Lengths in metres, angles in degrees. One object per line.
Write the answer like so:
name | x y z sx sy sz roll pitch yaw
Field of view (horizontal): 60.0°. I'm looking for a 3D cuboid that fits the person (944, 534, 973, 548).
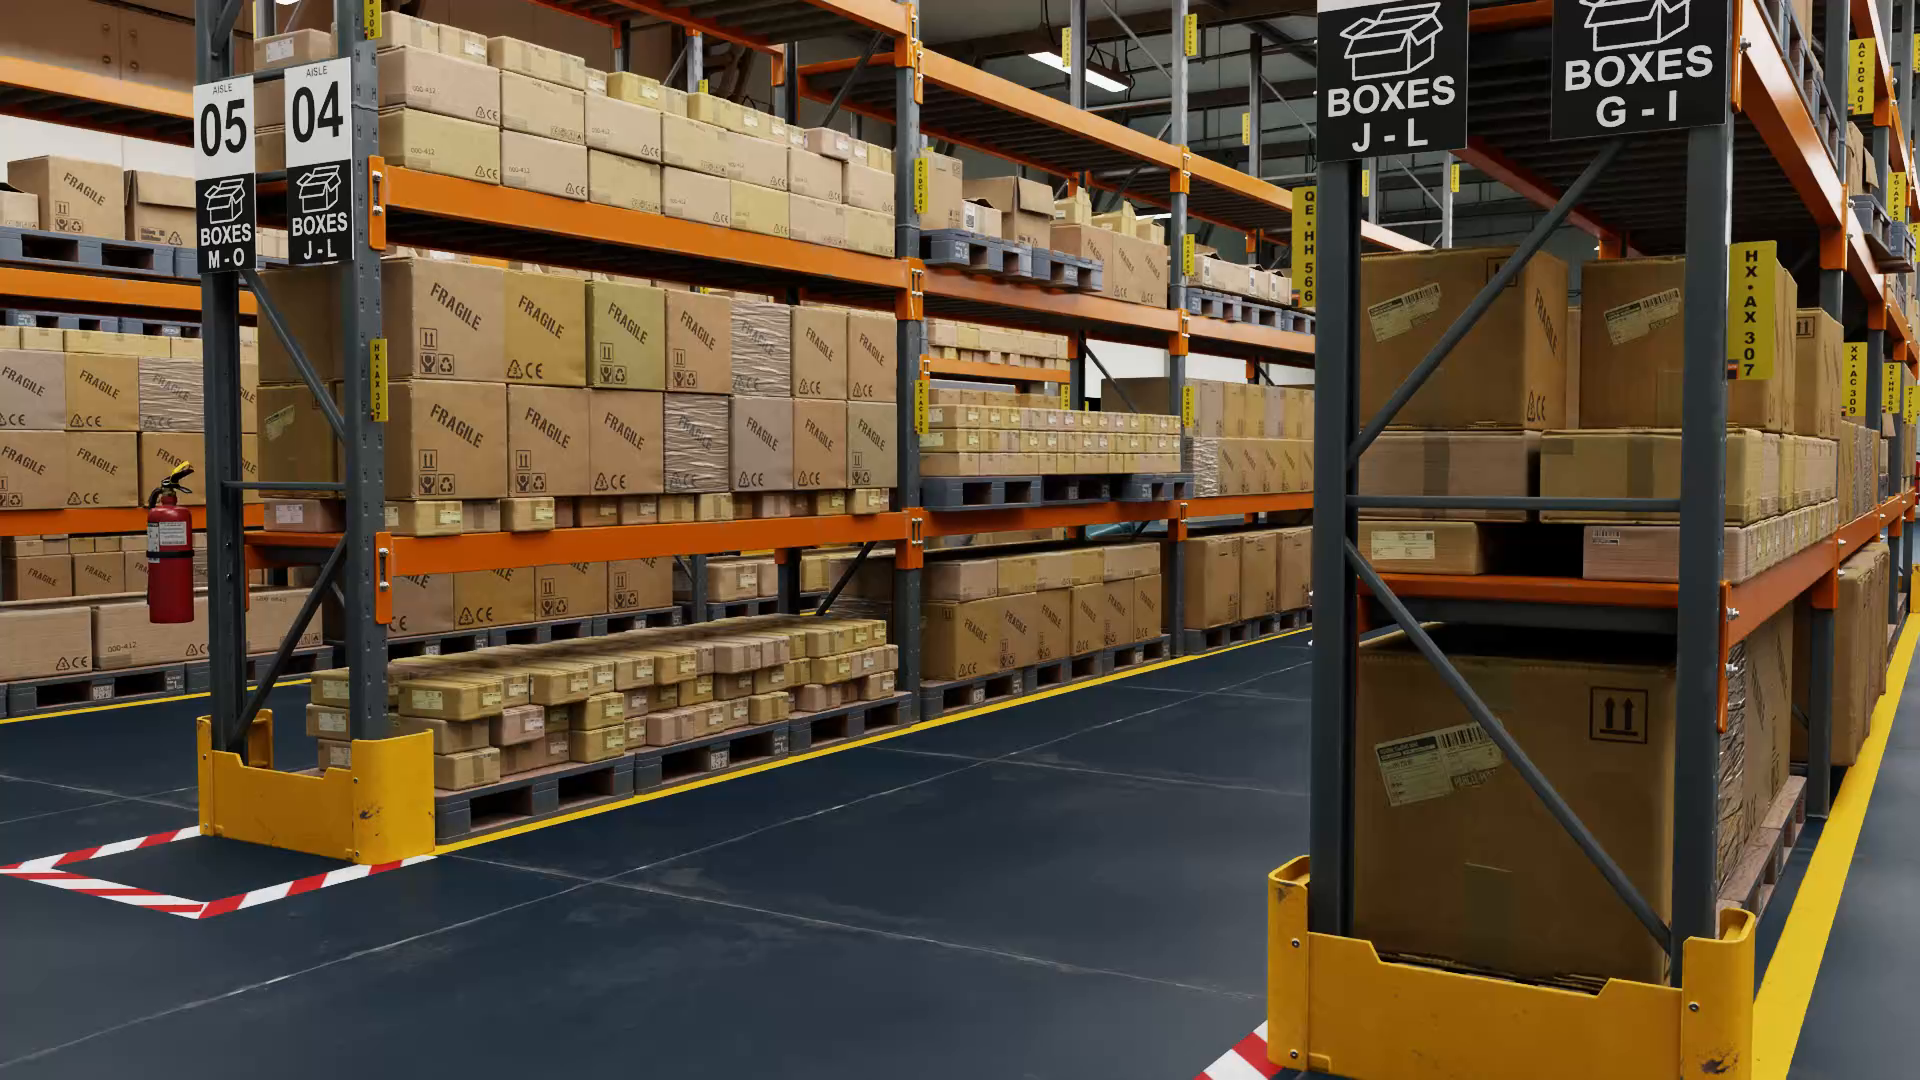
person | -0.080 -0.103 17.197 0.559 1.772 0.543 1 3 22
